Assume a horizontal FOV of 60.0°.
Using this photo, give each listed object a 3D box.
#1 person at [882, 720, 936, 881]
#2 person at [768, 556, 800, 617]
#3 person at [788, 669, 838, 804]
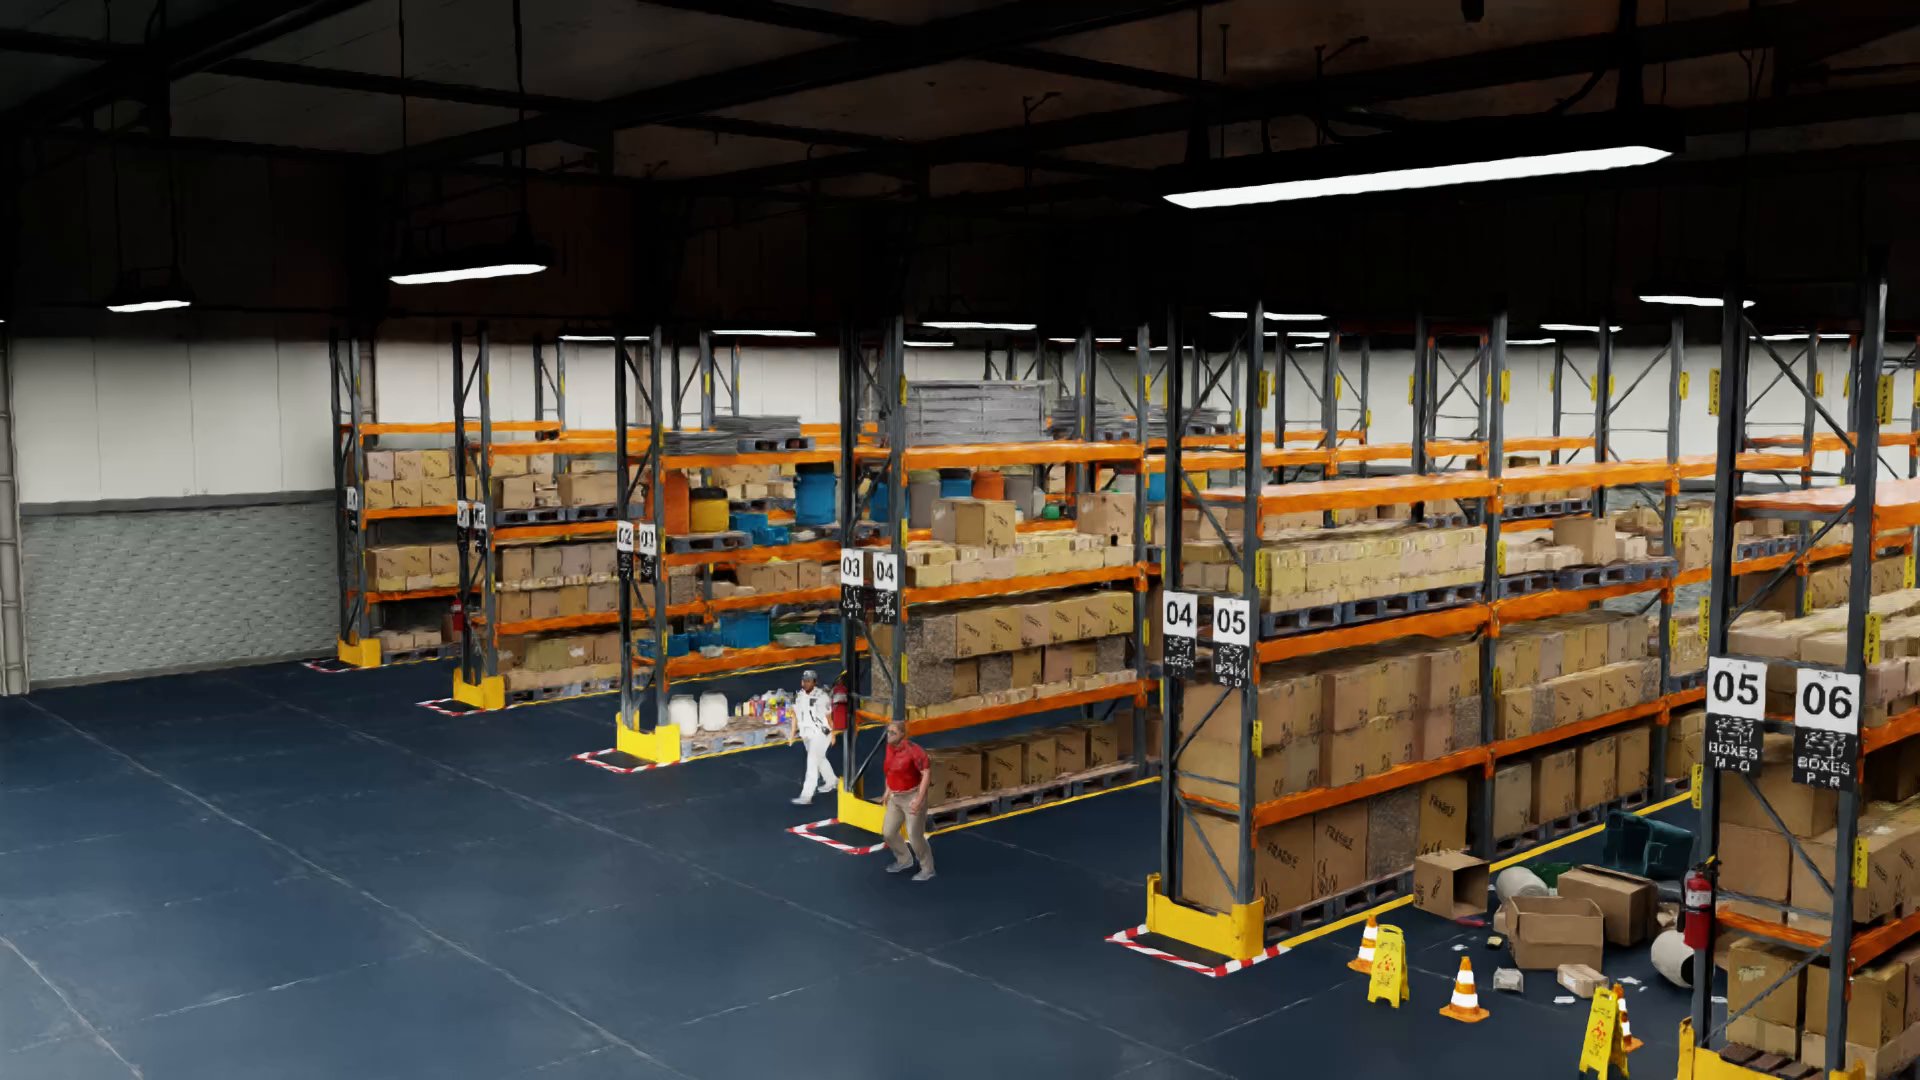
[{"bbox_3d":[-0.545,2.652,17.085,0.535,1.675,0.682,-5,8,-44],"label":"person"},{"bbox_3d":[-3.486,1.150,32.057,0.856,1.697,0.734,-4,7,-37],"label":"person"},{"bbox_3d":[-1.797,2.359,20.244,0.490,1.597,0.999,5,7,41],"label":"person"}]
